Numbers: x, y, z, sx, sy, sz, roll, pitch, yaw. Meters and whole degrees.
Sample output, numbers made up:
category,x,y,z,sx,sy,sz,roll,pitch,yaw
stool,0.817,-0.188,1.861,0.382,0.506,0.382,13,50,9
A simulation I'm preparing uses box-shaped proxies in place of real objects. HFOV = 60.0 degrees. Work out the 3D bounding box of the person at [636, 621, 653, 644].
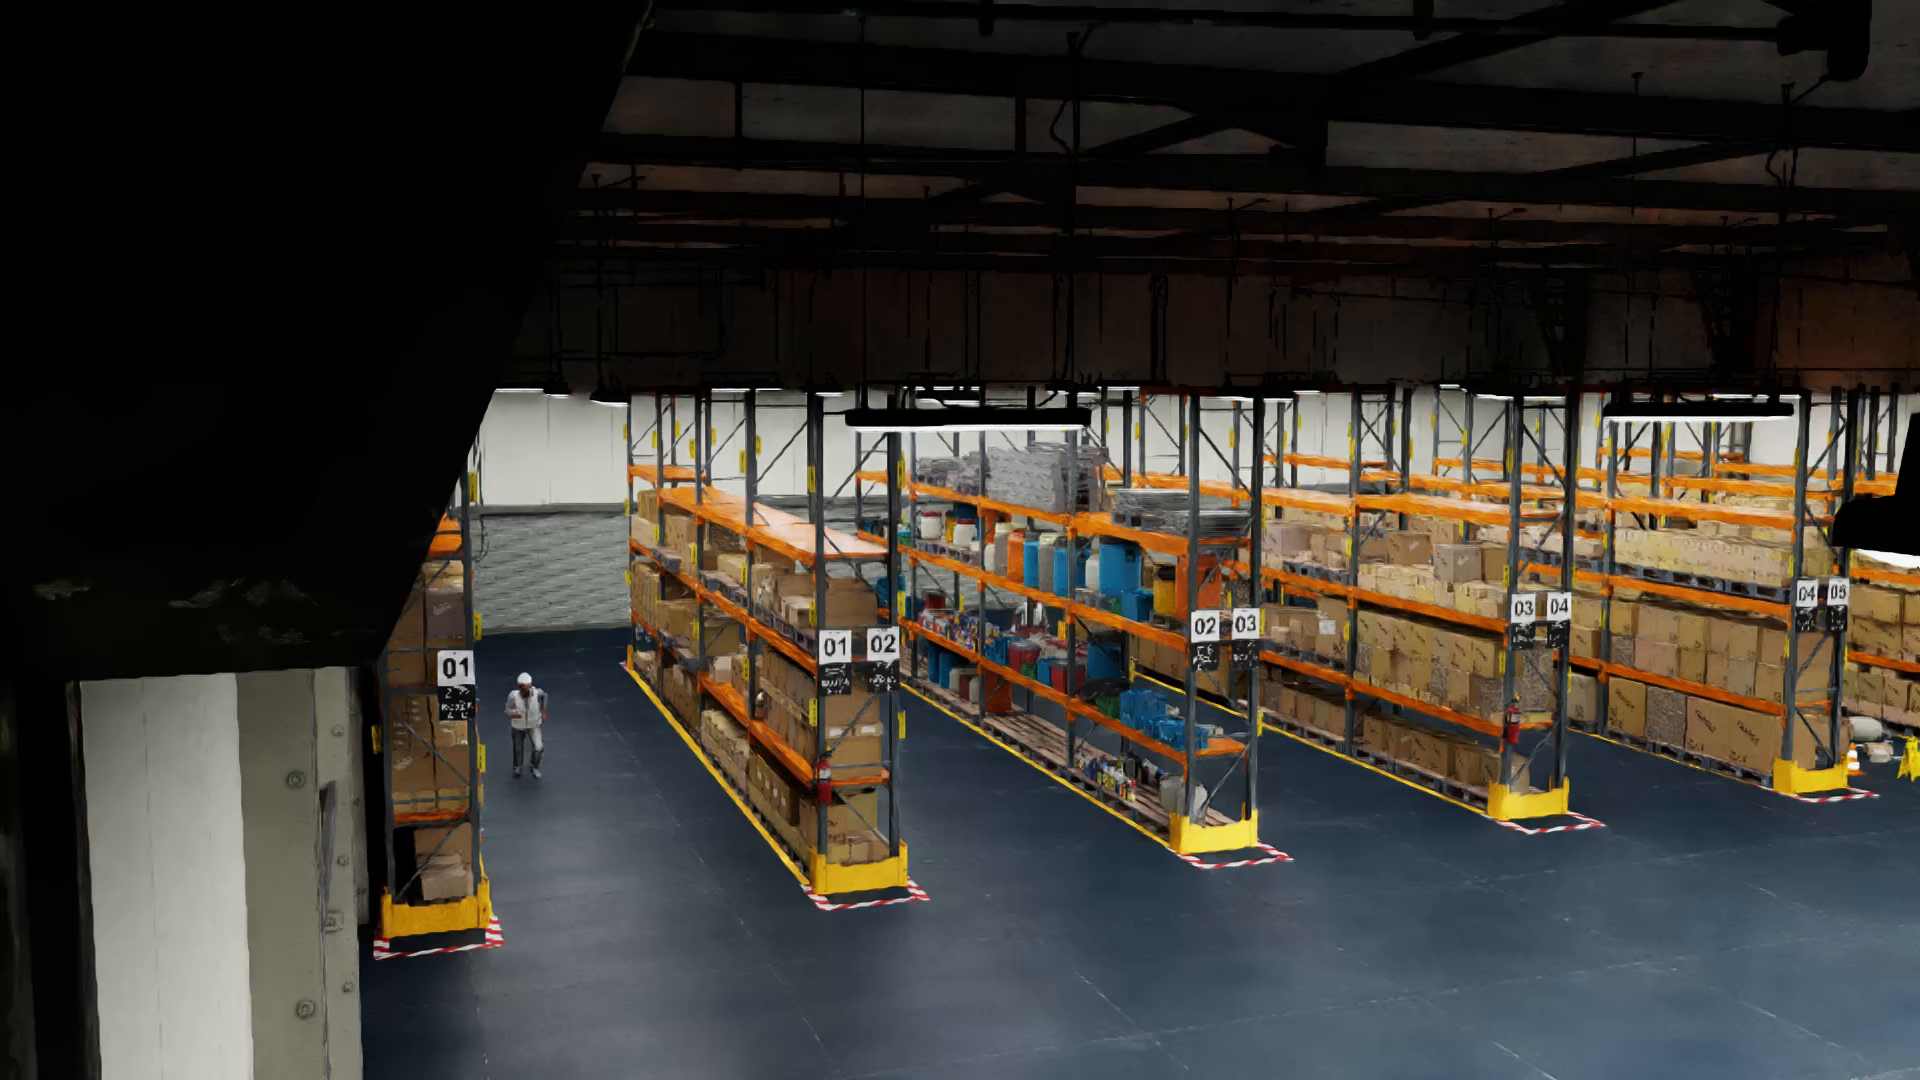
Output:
category,x,y,z,sx,sy,sz,roll,pitch,yaw
person,-7.118,1.635,38.404,0.663,1.508,0.998,-3,7,-27

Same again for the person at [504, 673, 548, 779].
category,x,y,z,sx,sy,sz,roll,pitch,yaw
person,-6.668,2.846,25.591,0.651,1.689,0.926,-1,6,-14

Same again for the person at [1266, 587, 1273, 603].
category,x,y,z,sx,sy,sz,roll,pitch,yaw
person,8.098,1.150,42.800,0.535,1.553,0.623,4,7,34

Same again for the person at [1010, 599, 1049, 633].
category,x,y,z,sx,sy,sz,roll,pitch,yaw
person,1.474,1.897,34.662,0.726,1.714,0.848,-2,6,-23
